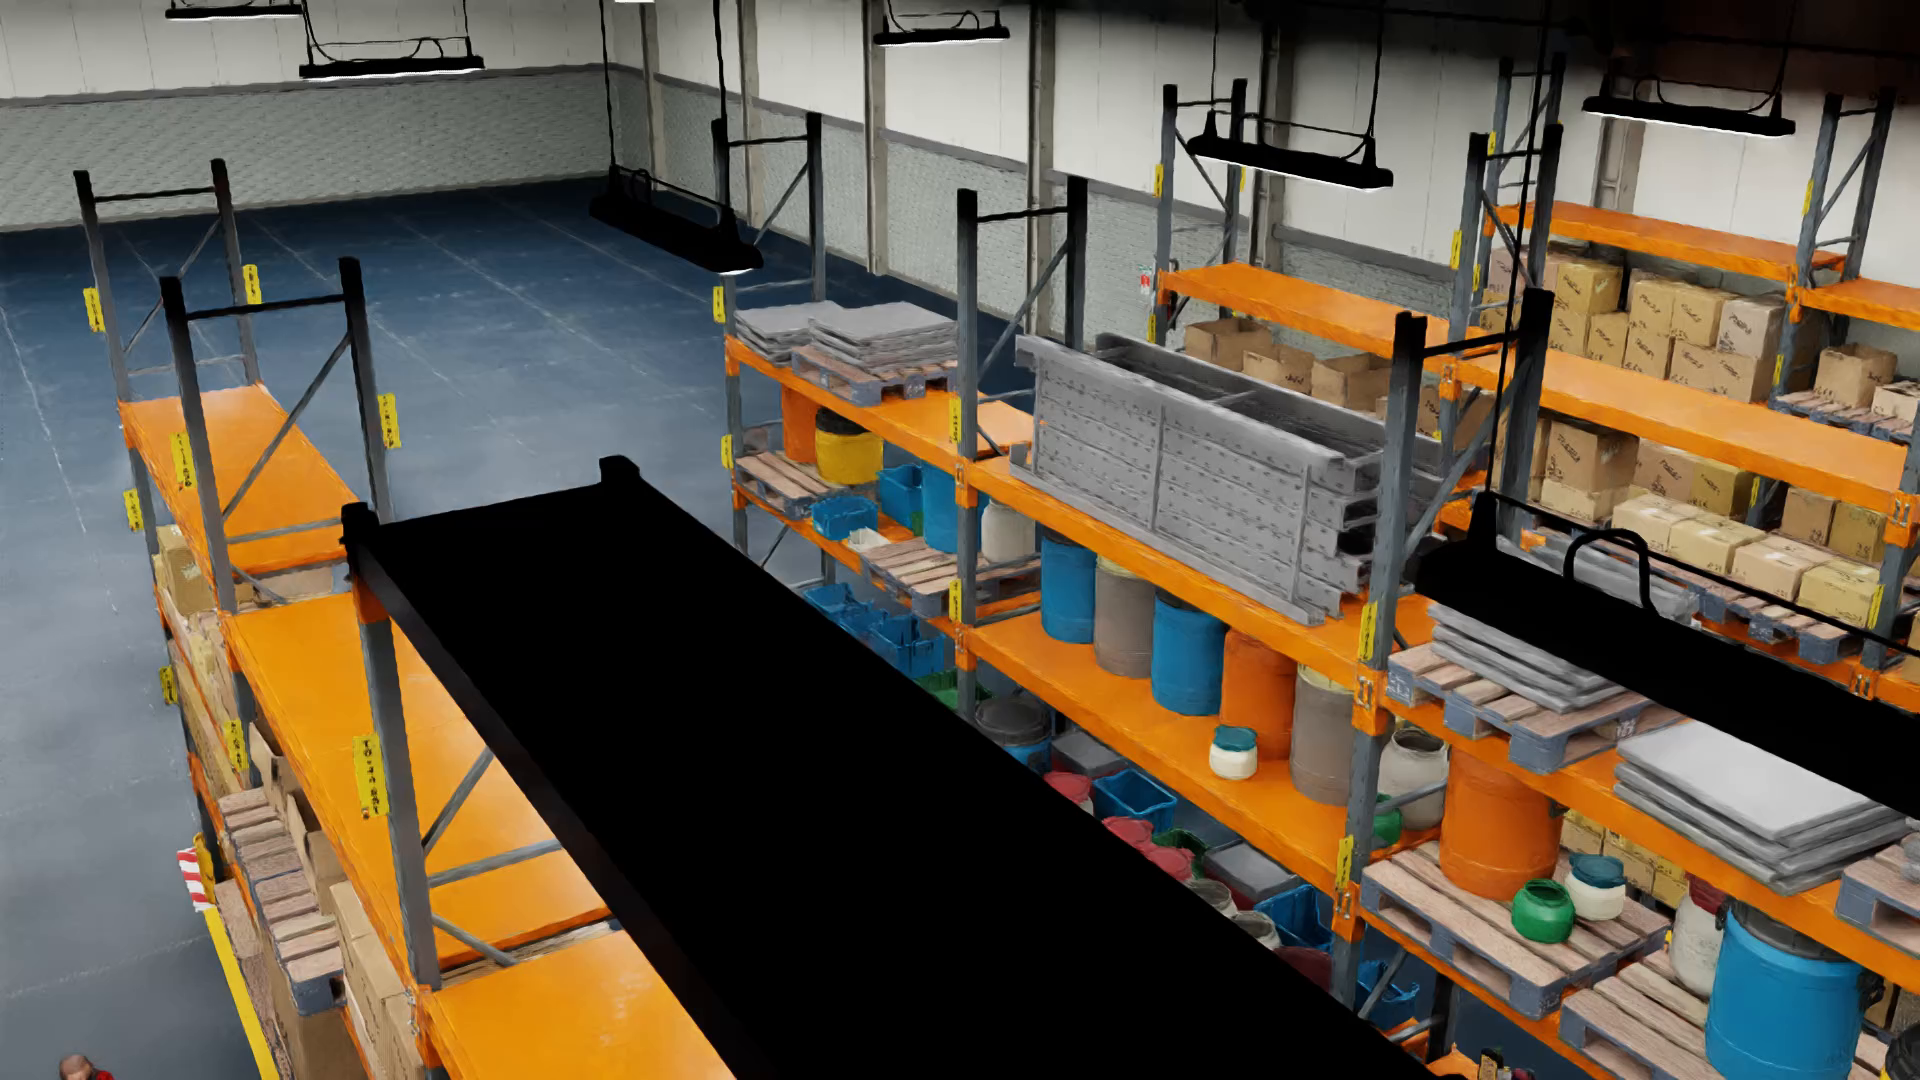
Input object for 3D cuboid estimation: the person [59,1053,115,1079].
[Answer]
[{"bbox_3d":[-5.002,3.730,9.744,0.586,1.723,0.654,0,22,0],"label":"person"}]
